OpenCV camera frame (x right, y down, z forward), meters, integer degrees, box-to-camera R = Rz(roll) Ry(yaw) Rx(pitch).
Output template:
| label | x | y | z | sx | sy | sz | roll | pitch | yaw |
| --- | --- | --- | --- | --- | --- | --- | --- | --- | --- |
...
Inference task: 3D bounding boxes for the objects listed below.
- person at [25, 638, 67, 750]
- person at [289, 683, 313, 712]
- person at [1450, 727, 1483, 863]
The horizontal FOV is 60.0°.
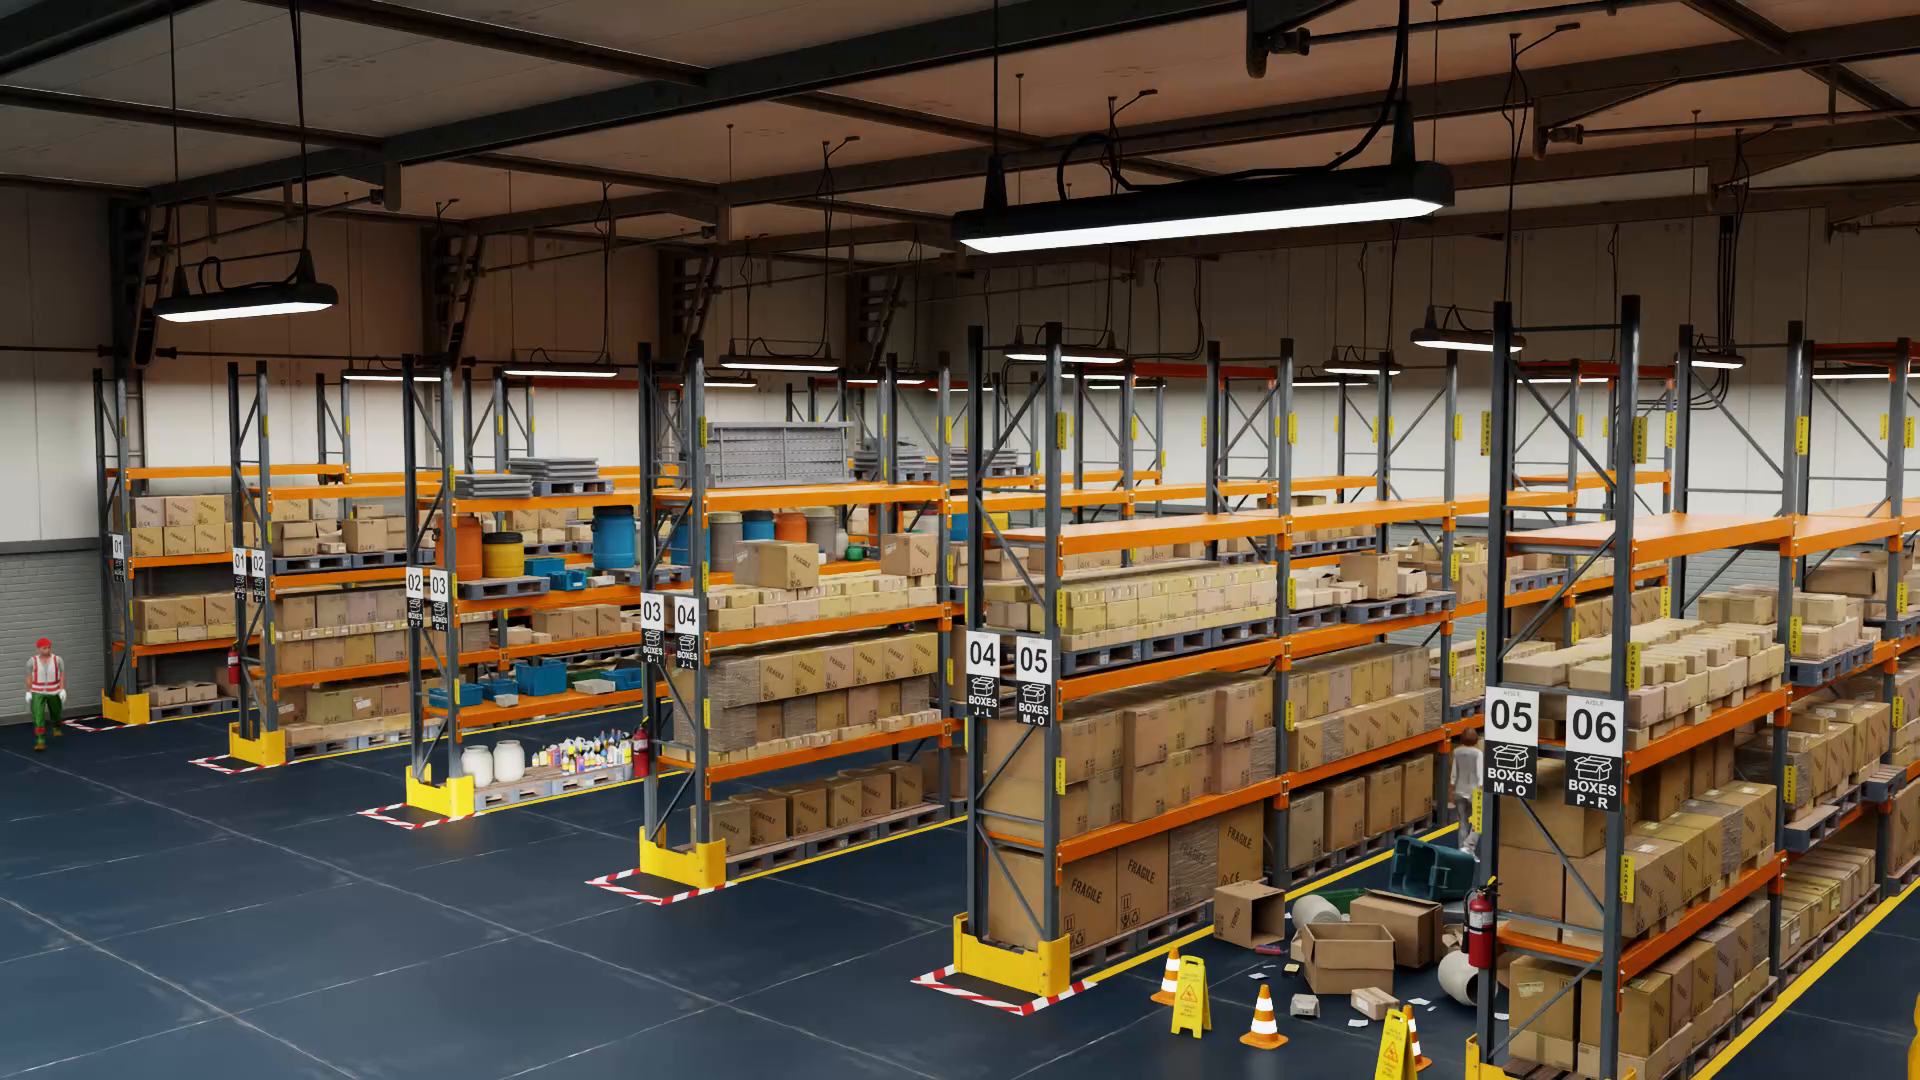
| label | x | y | z | sx | sy | sz | roll | pitch | yaw |
| --- | --- | --- | --- | --- | --- | --- | --- | --- | --- |
| person | -14.334 | 2.383 | 26.075 | 0.567 | 1.738 | 1.105 | -2 | 5 | -23 |
| person | -10.820 | 2.330 | 27.473 | 0.545 | 1.654 | 0.600 | 2 | 5 | 30 |
| person | 5.844 | 2.958 | 19.184 | 0.438 | 1.597 | 0.441 | 4 | 6 | 42 |
